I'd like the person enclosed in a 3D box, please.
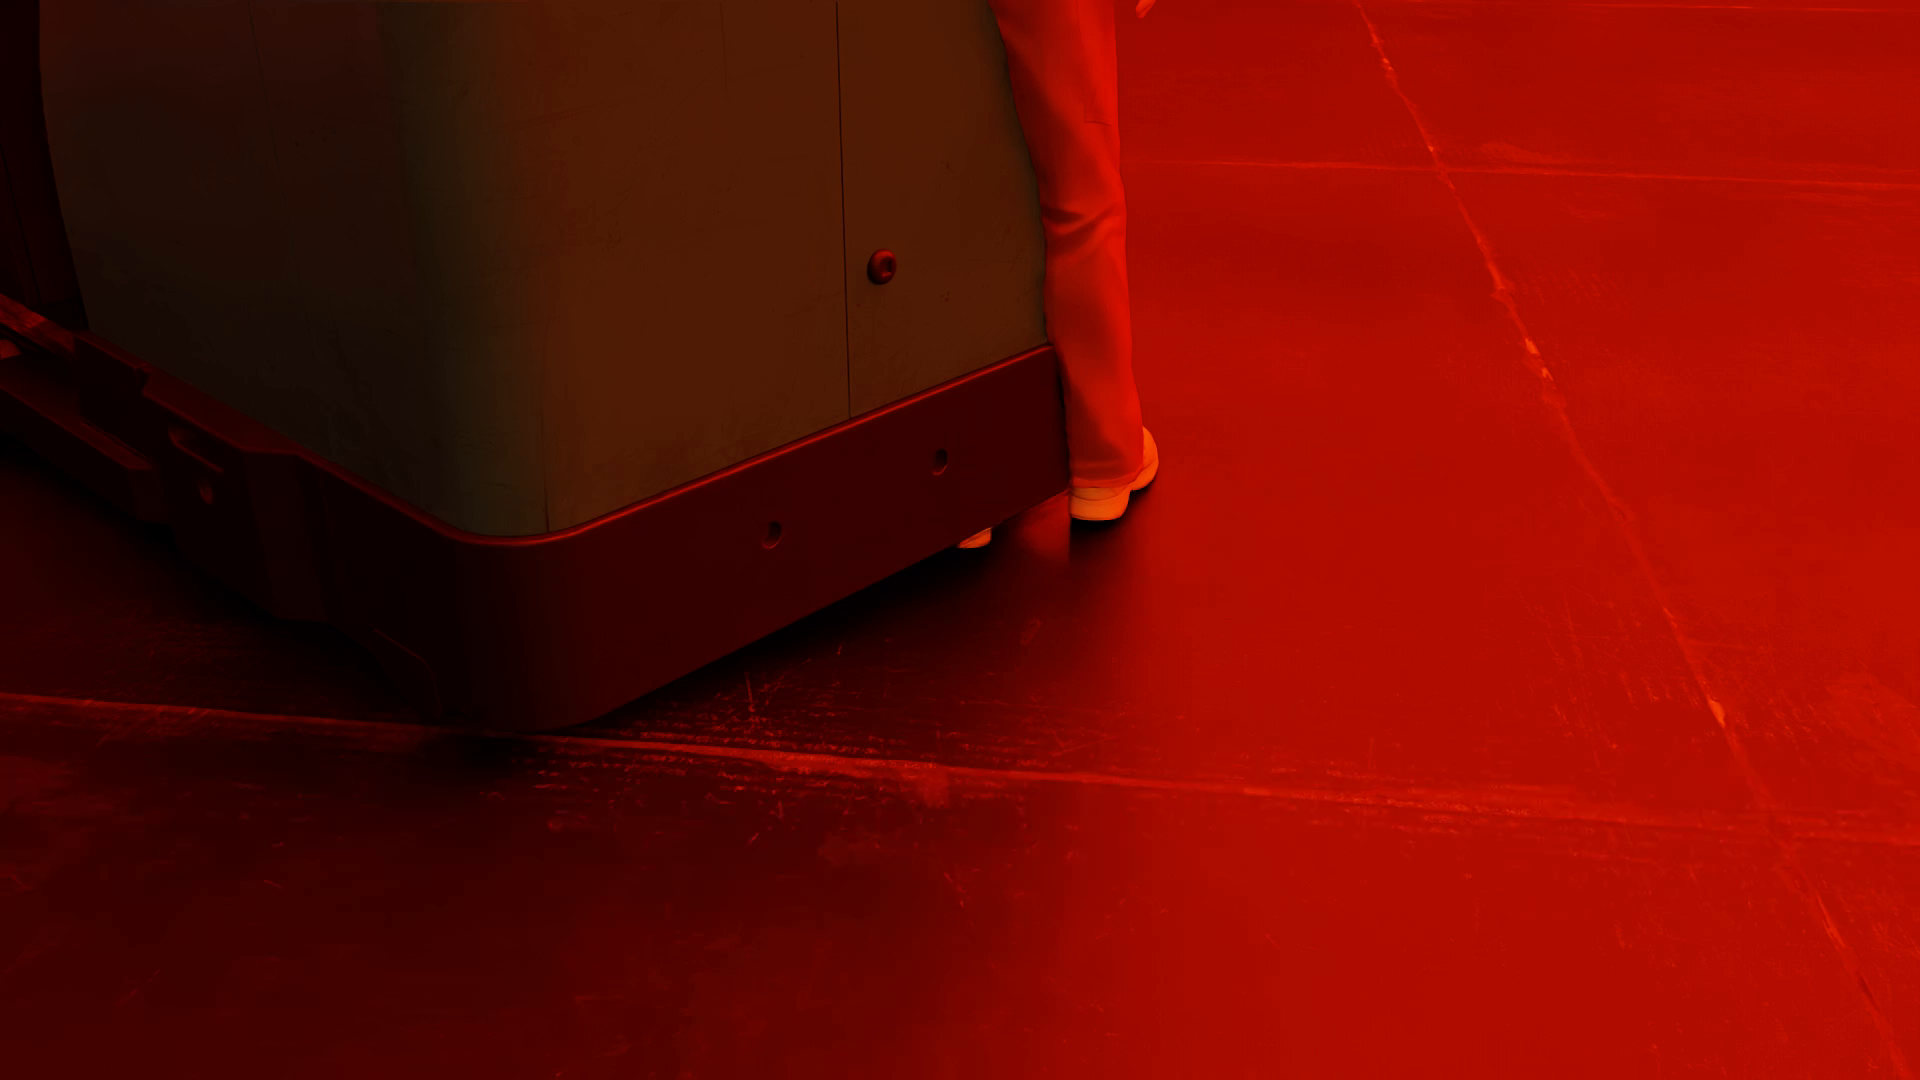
[{"bbox_3d":[0.022,-0.789,2.187,0.553,1.673,0.548,3,27,7],"label":"person"}]

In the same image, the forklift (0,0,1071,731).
[{"bbox_3d":[-1.245,-1.638,2.501,3.031,2.935,1.130,22,34,37],"label":"forklift"}]
